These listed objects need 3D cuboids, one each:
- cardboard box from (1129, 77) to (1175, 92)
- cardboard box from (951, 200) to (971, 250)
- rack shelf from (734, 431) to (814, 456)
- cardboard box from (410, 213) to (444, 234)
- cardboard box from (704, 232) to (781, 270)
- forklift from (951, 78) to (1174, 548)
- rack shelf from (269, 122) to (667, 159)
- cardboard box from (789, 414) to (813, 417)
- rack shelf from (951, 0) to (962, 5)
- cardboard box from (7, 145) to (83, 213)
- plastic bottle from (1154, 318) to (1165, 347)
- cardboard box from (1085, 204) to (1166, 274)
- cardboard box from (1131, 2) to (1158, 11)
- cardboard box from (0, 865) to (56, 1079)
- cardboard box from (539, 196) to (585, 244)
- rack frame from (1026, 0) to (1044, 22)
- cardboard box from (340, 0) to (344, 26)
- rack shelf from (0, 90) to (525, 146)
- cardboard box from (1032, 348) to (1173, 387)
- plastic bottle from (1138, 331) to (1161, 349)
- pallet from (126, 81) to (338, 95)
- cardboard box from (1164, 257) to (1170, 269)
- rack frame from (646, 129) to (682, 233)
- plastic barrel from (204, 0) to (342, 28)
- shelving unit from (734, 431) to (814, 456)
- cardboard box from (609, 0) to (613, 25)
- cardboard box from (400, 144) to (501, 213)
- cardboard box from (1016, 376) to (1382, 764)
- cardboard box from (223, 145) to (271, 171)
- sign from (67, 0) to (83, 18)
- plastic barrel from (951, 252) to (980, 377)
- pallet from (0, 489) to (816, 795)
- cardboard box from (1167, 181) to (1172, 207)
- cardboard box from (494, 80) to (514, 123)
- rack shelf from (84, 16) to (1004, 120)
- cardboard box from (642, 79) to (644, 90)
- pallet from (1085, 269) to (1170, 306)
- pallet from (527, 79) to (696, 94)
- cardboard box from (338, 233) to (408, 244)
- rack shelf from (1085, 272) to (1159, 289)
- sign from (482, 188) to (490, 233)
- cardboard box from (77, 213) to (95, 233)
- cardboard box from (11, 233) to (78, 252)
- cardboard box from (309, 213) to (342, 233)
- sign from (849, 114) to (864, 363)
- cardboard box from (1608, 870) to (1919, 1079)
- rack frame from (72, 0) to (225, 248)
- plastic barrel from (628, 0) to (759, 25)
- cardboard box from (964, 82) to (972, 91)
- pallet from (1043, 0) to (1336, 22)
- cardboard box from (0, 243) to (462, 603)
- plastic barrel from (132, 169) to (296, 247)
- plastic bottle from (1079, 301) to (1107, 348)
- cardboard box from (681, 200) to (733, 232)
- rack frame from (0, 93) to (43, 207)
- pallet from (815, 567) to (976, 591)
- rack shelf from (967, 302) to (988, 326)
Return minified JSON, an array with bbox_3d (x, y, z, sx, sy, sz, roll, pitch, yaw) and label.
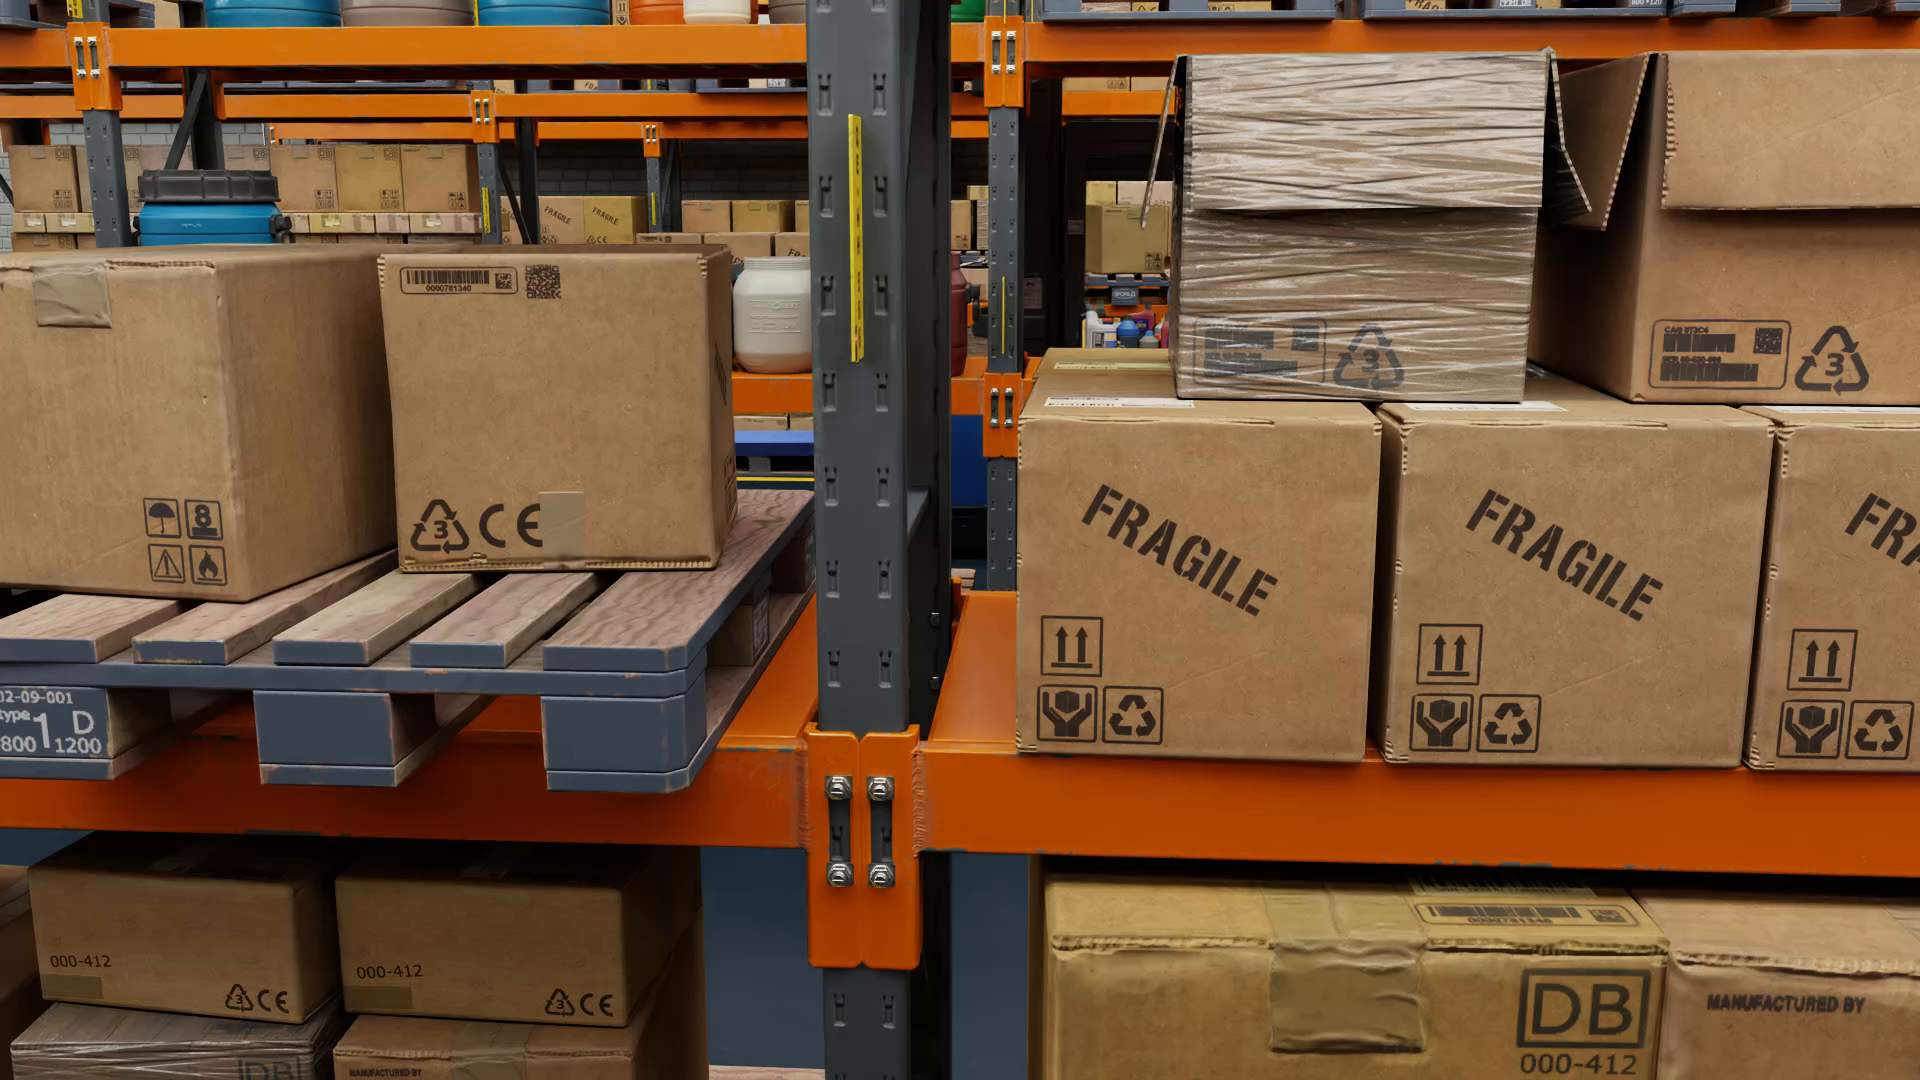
[{"bbox_3d":[1.499,-3.526,12.226,0.500,0.500,0.910,1,12,4],"label":"cardboard box"},{"bbox_3d":[-0.149,-3.297,17.386,0.500,0.500,0.700,0,12,-2],"label":"cardboard box"},{"bbox_3d":[-1.137,-0.550,10.113,1.000,0.185,0.538,0,12,0],"label":"rack shelf"},{"bbox_3d":[-3.971,-2.399,12.584,0.250,0.149,0.380,1,12,3],"label":"cardboard box"},{"bbox_3d":[-1.648,-2.090,12.691,0.500,0.500,0.500,1,12,4],"label":"cardboard box"},{"bbox_3d":[0.902,-1.436,9.975,3.031,2.935,1.130,0,12,0],"label":"forklift"},{"bbox_3d":[-5.107,-4.225,17.570,4.000,0.370,1.077,1,12,4],"label":"rack shelf"},{"bbox_3d":[-1.009,-1.119,12.611,0.500,0.311,0.500,1,12,3],"label":"cardboard box"},{"bbox_3d":[1.882,-1.080,2.534,4.000,0.370,1.077,1,12,4],"label":"rack shelf"},{"bbox_3d":[-6.912,-2.798,12.906,0.500,0.500,0.700,1,12,4],"label":"cardboard box"},{"bbox_3d":[0.994,-0.979,8.105,0.097,0.201,0.097,0,12,0],"label":"plastic bottle"},{"bbox_3d":[1.188,-2.283,12.588,0.500,0.500,0.700,-3,12,-15],"label":"cardboard box"},{"bbox_3d":[1.496,-4.007,12.085,0.500,0.500,0.500,1,12,4],"label":"cardboard box"},{"bbox_3d":[-1.904,1.001,3.187,0.500,0.500,0.700,2,12,9],"label":"cardboard box"},{"bbox_3d":[-4.102,-3.334,17.365,0.500,0.500,0.500,1,12,3],"label":"cardboard box"},{"bbox_3d":[0.552,-4.951,11.958,0.127,3.000,1.000,1,12,4],"label":"rack frame"},{"bbox_3d":[-5.073,-3.910,12.690,0.637,0.503,0.797,2,12,10],"label":"cardboard box"},{"bbox_3d":[-5.434,-3.213,12.732,4.000,0.370,1.077,1,12,4],"label":"rack shelf"},{"bbox_3d":[0.396,-0.084,3.098,0.500,0.500,0.500,1,12,6],"label":"cardboard box"},{"bbox_3d":[0.839,-0.825,7.371,0.097,0.201,0.097,0,12,0],"label":"plastic bottle"},{"bbox_3d":[-5.505,-3.518,12.649,1.213,0.211,1.003,1,12,4],"label":"pallet"},{"bbox_3d":[2.222,-2.855,17.157,0.250,0.149,0.380,1,12,5],"label":"cardboard box"},{"bbox_3d":[-3.111,-3.081,17.672,0.127,3.000,1.000,1,12,4],"label":"rack frame"},{"bbox_3d":[-3.251,-2.808,7.817,0.708,0.901,0.600,1,12,4],"label":"plastic barrel"},{"bbox_3d":[-1.137,-0.726,10.076,1.048,1.500,0.538,0,12,0],"label":"shelving unit"},{"bbox_3d":[-2.826,-4.020,12.344,0.500,0.500,0.500,1,12,4],"label":"cardboard box"},{"bbox_3d":[-3.882,-2.758,12.714,0.500,0.500,0.700,1,12,4],"label":"cardboard box"},{"bbox_3d":[0.353,0.022,2.590,0.500,0.500,0.500,1,12,5],"label":"cardboard box"},{"bbox_3d":[-5.384,-2.779,12.812,0.500,0.500,0.700,1,12,4],"label":"cardboard box"},{"bbox_3d":[-3.821,-2.418,7.152,0.005,0.325,0.100,1,12,4],"label":"sign"},{"bbox_3d":[-0.266,-1.014,7.456,0.708,0.536,0.600,1,12,4],"label":"plastic barrel"},{"bbox_3d":[-0.831,0.115,2.860,1.003,0.211,1.213,1,12,4],"label":"pallet"},{"bbox_3d":[2.351,-3.526,16.946,0.500,0.250,0.500,1,12,4],"label":"cardboard box"},{"bbox_3d":[-4.691,-4.574,17.189,0.500,0.500,0.500,0,12,2],"label":"cardboard box"},{"bbox_3d":[-1.778,-2.146,7.633,4.000,0.370,1.077,1,12,4],"label":"rack shelf"},{"bbox_3d":[-3.583,-4.666,17.631,0.500,0.500,0.500,1,12,6],"label":"cardboard box"},{"bbox_3d":[1.233,-1.926,12.616,1.003,0.211,1.213,1,12,4],"label":"pallet"},{"bbox_3d":[-2.558,-3.434,12.502,1.217,0.209,0.805,0,12,1],"label":"pallet"},{"bbox_3d":[-4.408,-2.129,12.875,0.500,0.500,0.700,1,12,3],"label":"cardboard box"},{"bbox_3d":[2.875,-2.647,17.354,4.000,0.370,1.077,1,12,4],"label":"rack shelf"},{"bbox_3d":[-3.474,-2.418,12.195,0.005,0.325,0.100,1,12,4],"label":"sign"},{"bbox_3d":[-6.540,-2.434,12.751,0.250,0.149,0.380,1,12,4],"label":"cardboard box"},{"bbox_3d":[-6.965,-2.164,13.043,0.500,0.500,0.700,1,12,4],"label":"cardboard box"},{"bbox_3d":[-4.739,-2.410,12.634,0.250,0.149,0.380,1,12,3],"label":"cardboard box"},{"bbox_3d":[-0.140,-0.408,2.257,0.005,0.325,0.100,1,12,4],"label":"sign"},{"bbox_3d":[1.463,0.871,2.941,0.875,0.875,1.225,1,12,4],"label":"cardboard box"},{"bbox_3d":[-3.773,-1.057,7.997,0.127,3.000,1.000,1,12,4],"label":"rack frame"},{"bbox_3d":[-1.240,-2.746,7.693,0.708,0.830,0.600,1,12,4],"label":"plastic barrel"},{"bbox_3d":[0.177,-4.610,17.363,0.500,0.500,0.500,1,12,4],"label":"cardboard box"},{"bbox_3d":[0.974,-2.348,7.302,1.213,0.211,1.003,1,12,4],"label":"pallet"},{"bbox_3d":[-1.218,-0.232,2.780,0.500,0.500,0.700,3,12,12],"label":"cardboard box"},{"bbox_3d":[-3.408,-1.236,7.624,0.708,0.901,0.600,1,12,4],"label":"plastic barrel"},{"bbox_3d":[0.650,-1.027,8.137,0.133,0.283,0.061,1,12,4],"label":"plastic bottle"},{"bbox_3d":[-2.606,-3.332,17.550,0.500,0.500,0.700,1,12,4],"label":"cardboard box"},{"bbox_3d":[-7.430,-2.124,13.096,0.127,3.000,1.000,1,12,4],"label":"rack frame"},{"bbox_3d":[-0.553,0.344,8.109,1.213,0.211,1.003,1,12,4],"label":"pallet"},{"bbox_3d":[-1.443,-1.690,12.777,4.000,0.370,1.077,1,12,4],"label":"rack shelf"}]
